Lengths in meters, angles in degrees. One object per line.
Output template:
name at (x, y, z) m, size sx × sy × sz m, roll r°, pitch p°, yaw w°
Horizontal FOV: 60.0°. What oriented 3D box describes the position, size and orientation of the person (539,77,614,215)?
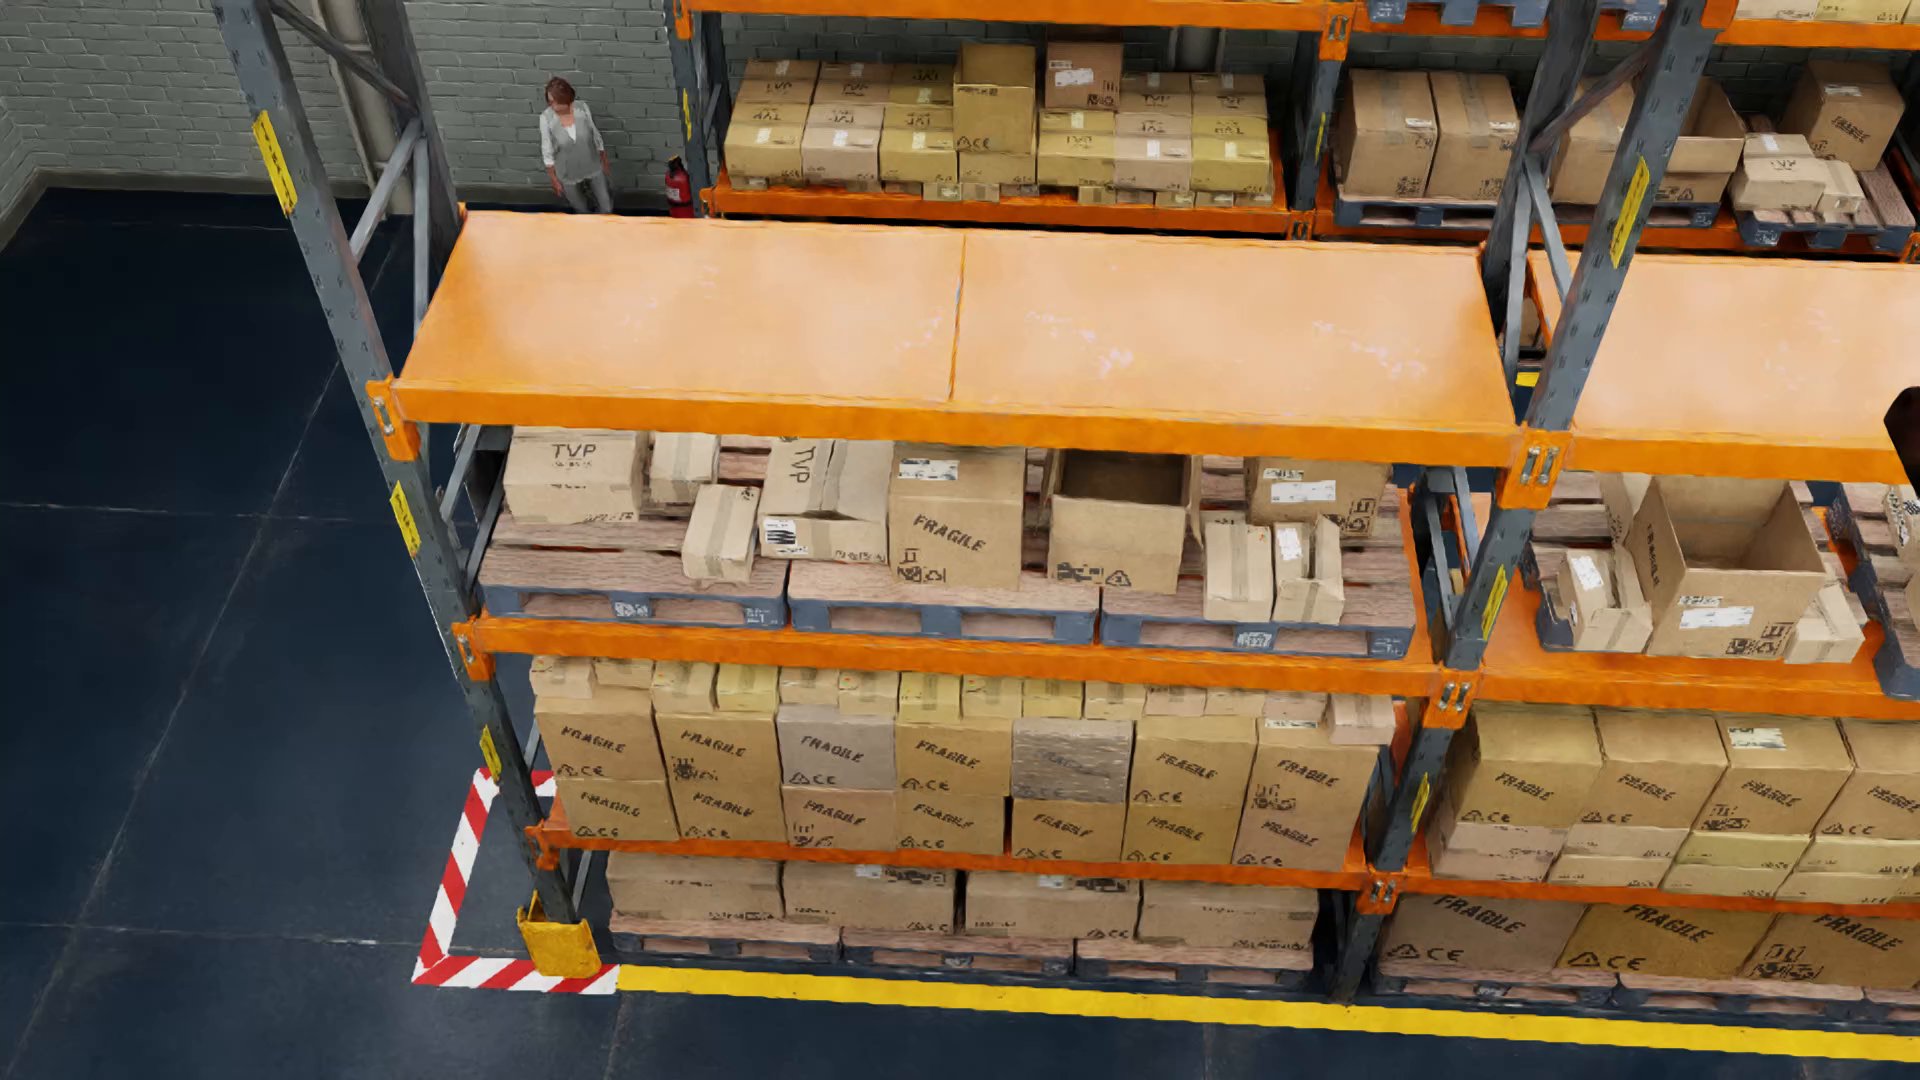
person at (-2.746, -2.683, 12.082) m, size 0.511 × 1.592 × 0.355 m, roll -19°, pitch 51°, yaw -16°
